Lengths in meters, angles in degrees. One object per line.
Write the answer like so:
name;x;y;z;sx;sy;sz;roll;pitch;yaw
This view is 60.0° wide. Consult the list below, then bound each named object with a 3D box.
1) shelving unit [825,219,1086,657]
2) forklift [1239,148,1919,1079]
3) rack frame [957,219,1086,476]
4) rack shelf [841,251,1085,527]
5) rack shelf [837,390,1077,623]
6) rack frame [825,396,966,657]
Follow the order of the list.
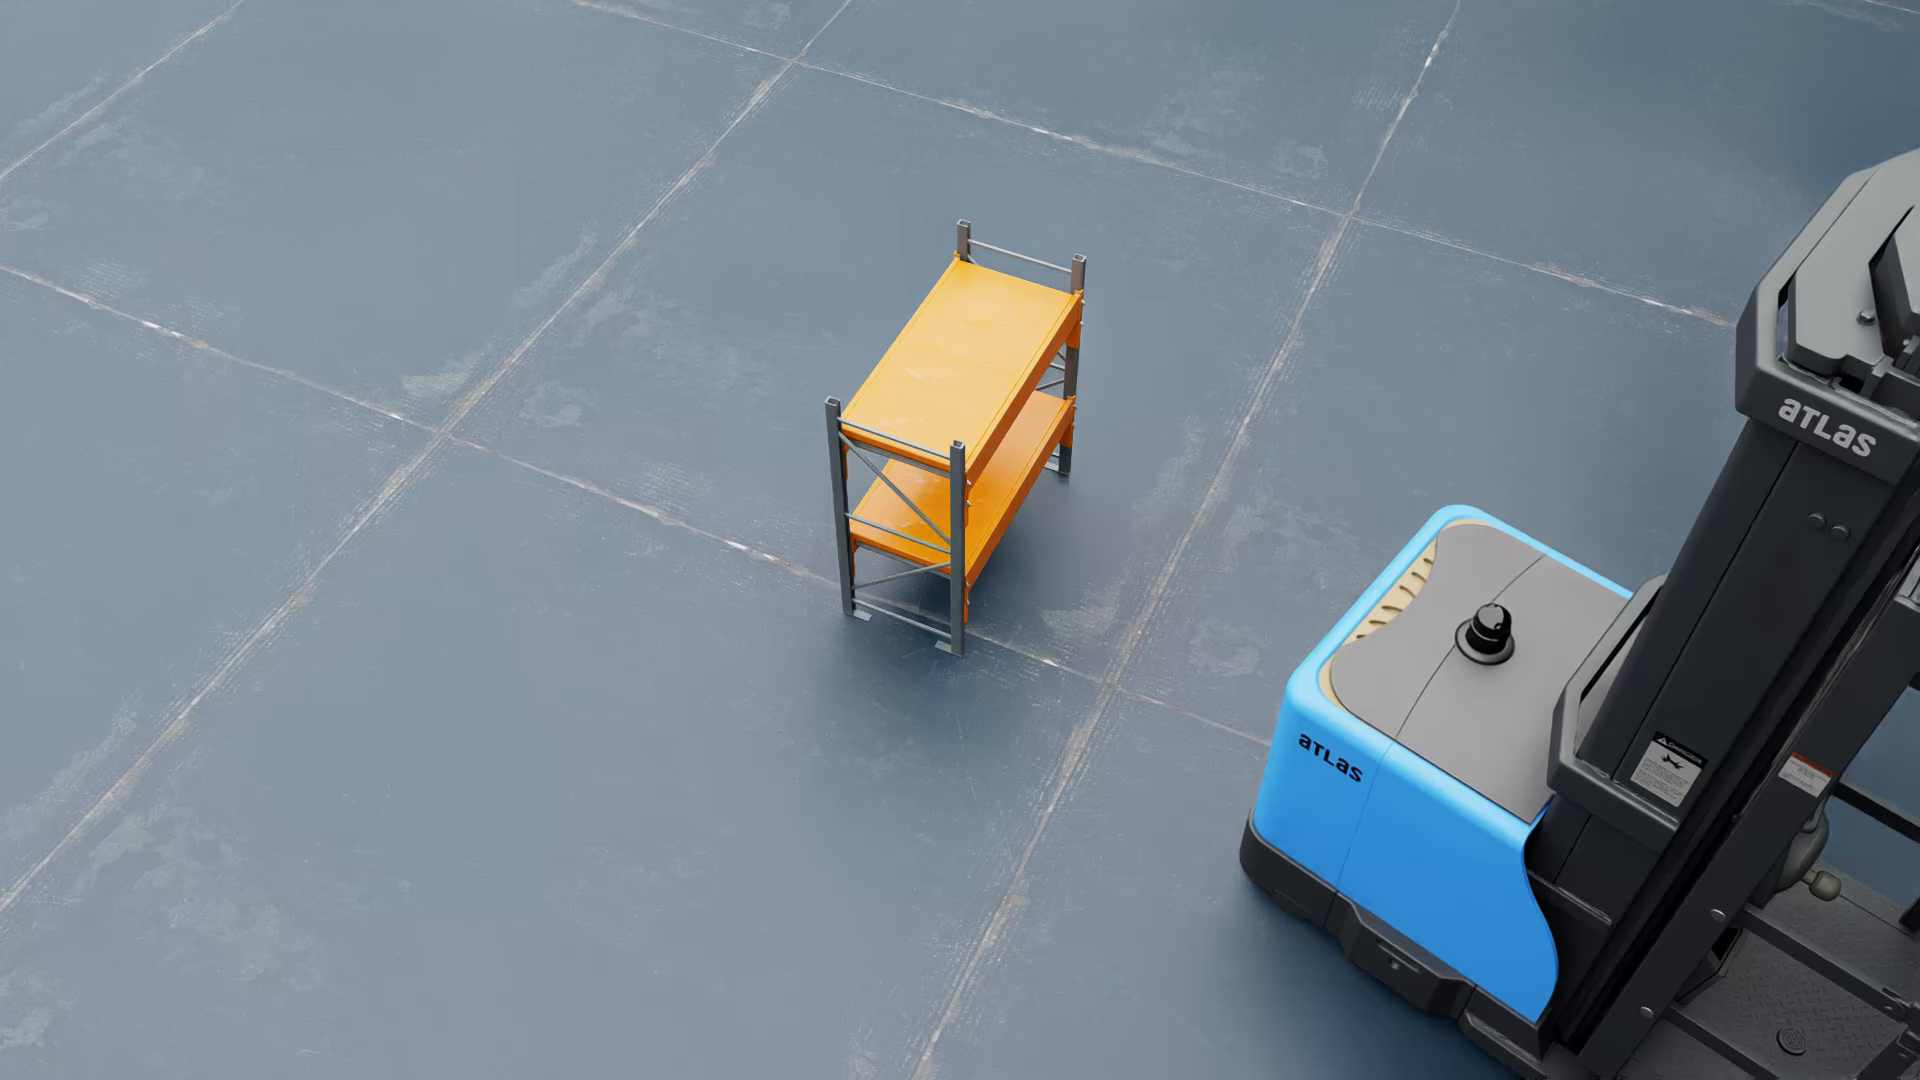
shelving unit;0.003;-0.369;6.141;0.538;1.125;1.048;20;52;16
forklift;2.384;0.615;4.117;3.031;2.935;1.130;33;57;25
rack frame;0.220;-0.719;6.439;0.500;1.125;0.032;20;52;16
rack shelf;0.003;-0.559;5.918;0.538;0.278;1.000;20;52;16
rack shelf;0.003;-0.211;6.327;0.538;0.278;1.000;20;52;16
rack frame;-0.214;-0.019;5.843;0.500;1.125;0.032;20;52;16
